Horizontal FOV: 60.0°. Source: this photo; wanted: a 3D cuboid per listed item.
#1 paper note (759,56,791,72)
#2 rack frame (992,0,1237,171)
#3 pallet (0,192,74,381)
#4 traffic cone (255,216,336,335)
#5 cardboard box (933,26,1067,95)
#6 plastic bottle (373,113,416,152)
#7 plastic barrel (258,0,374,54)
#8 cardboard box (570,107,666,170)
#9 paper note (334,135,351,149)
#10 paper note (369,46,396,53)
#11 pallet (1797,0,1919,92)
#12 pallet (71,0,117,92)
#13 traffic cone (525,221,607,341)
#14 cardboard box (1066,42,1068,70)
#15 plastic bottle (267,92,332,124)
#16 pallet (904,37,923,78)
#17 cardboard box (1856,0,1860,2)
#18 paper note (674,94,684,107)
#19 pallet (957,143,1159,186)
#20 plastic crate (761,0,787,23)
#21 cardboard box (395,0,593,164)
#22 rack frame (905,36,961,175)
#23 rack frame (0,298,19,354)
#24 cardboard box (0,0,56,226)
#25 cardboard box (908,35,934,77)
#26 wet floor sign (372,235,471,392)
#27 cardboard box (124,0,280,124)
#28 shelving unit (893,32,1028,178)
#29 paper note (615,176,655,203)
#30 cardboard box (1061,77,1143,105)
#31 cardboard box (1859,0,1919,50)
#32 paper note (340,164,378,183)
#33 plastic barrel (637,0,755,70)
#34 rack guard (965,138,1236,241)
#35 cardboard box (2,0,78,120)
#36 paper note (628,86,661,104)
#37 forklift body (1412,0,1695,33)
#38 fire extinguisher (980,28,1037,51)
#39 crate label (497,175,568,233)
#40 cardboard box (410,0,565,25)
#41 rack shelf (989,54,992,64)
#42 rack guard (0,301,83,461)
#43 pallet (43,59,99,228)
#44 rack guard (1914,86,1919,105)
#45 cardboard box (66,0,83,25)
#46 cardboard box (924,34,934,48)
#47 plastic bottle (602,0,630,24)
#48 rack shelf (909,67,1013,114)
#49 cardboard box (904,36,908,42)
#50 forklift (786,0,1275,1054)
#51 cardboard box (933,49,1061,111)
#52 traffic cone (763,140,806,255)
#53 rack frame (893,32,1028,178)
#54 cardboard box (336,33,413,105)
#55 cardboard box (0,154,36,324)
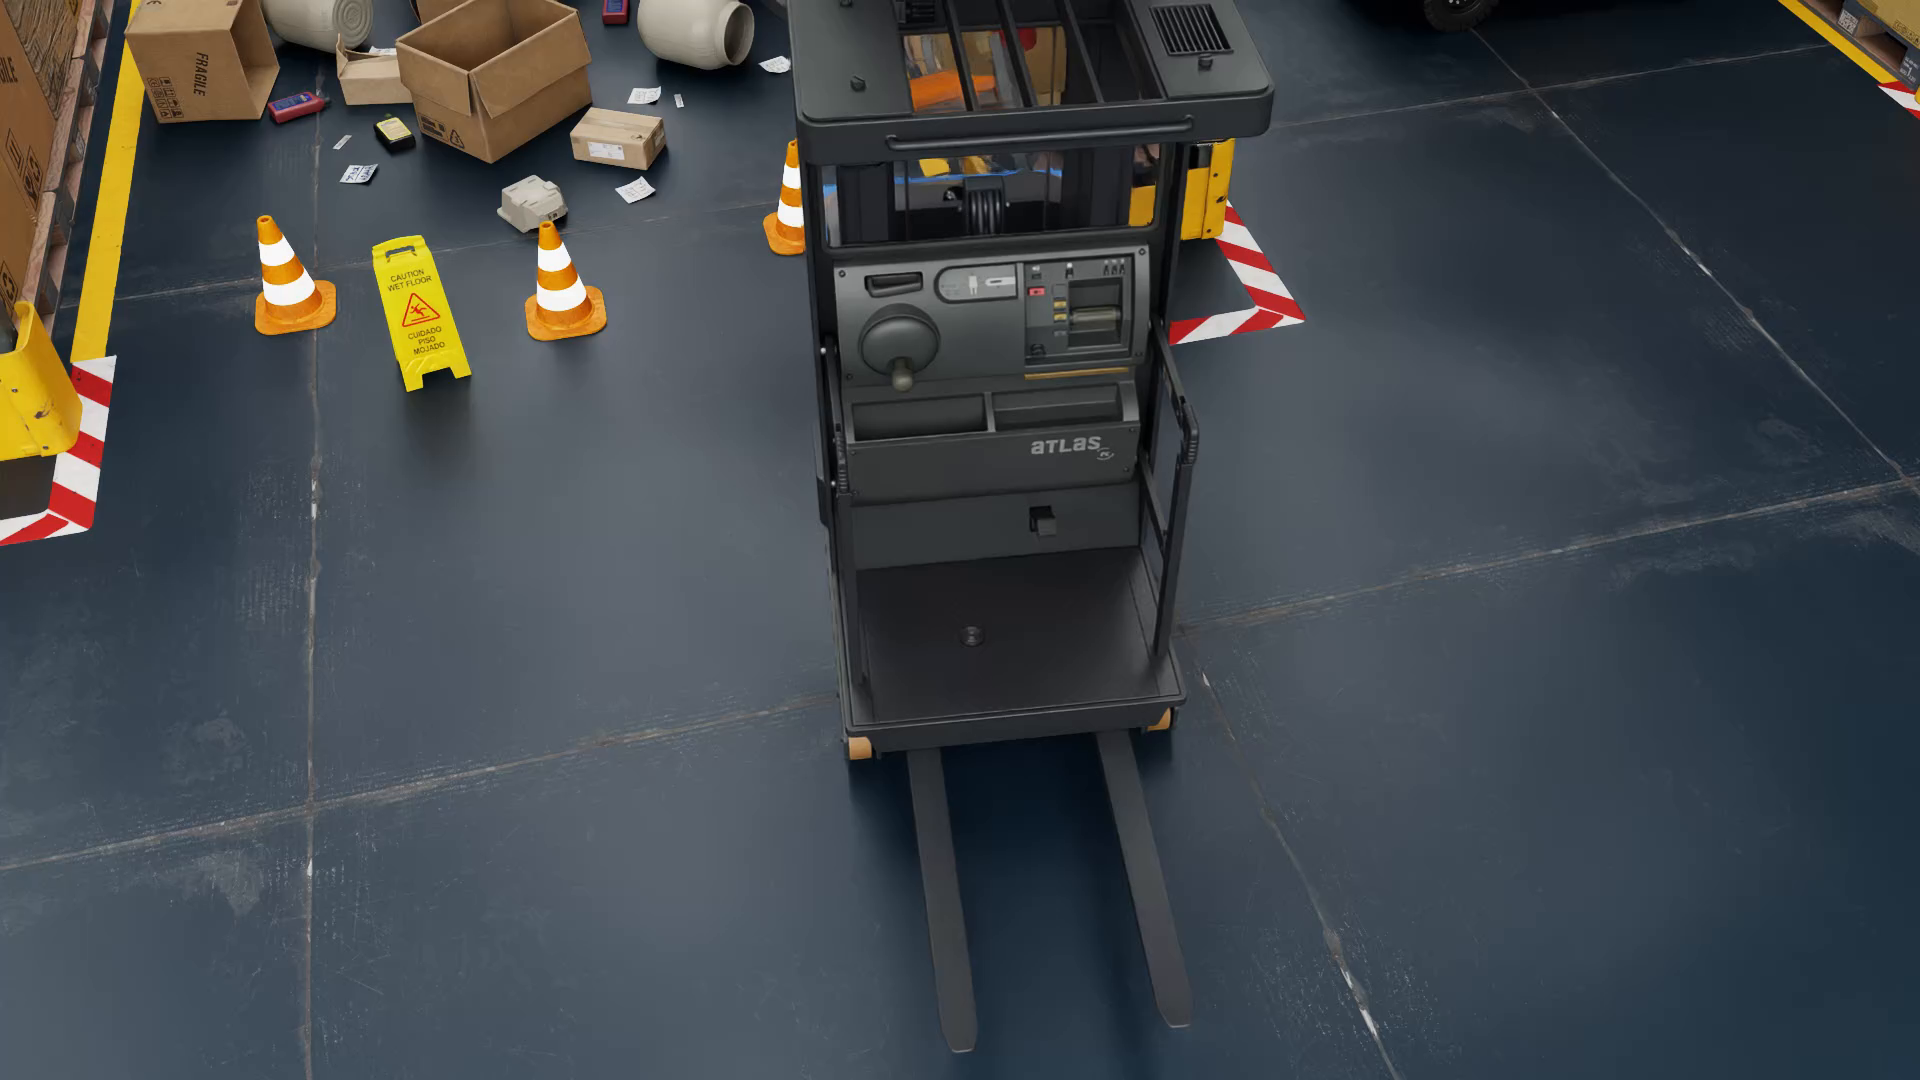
[{"bbox_3d":[-0.951,-2.478,8.658,0.142,0.019,0.148,-26,51,-24],"label":"paper note"},{"bbox_3d":[0.635,-2.406,6.508,1.000,3.000,0.127,-11,47,-10],"label":"rack frame"},{"bbox_3d":[-4.405,-0.993,7.075,1.003,0.211,1.213,-11,47,-10],"label":"pallet"},{"bbox_3d":[-2.887,-1.170,7.072,0.336,0.463,0.334,-11,47,-10],"label":"traffic cone"},{"bbox_3d":[0.178,-2.359,7.567,0.500,0.500,0.500,-10,46,-10],"label":"cardboard box"},{"bbox_3d":[-2.794,-2.009,8.176,0.133,0.061,0.283,-26,51,-24],"label":"plastic bottle"},{"bbox_3d":[-3.375,-2.788,8.686,0.512,0.421,0.421,19,48,17],"label":"plastic barrel"},{"bbox_3d":[-1.653,-1.943,8.050,0.380,0.149,0.250,11,47,11],"label":"cardboard box"},{"bbox_3d":[-3.030,-1.952,8.156,0.032,0.001,0.123,11,47,11],"label":"paper note"},{"bbox_3d":[-3.032,-2.548,8.731,0.172,0.023,0.155,4,46,4],"label":"paper note"},{"bbox_3d":[5.196,-2.861,8.906,1.003,0.211,1.213,-11,47,-10],"label":"pallet"},{"bbox_3d":[-5.029,-2.678,8.726,1.003,0.211,1.213,-11,47,-10],"label":"pallet"},{"bbox_3d":[-1.708,-1.141,7.045,0.336,0.463,0.334,-11,47,-10],"label":"traffic cone"},{"bbox_3d":[0.689,-2.477,7.683,0.500,0.500,0.500,-12,47,-12],"label":"cardboard box"},{"bbox_3d":[-3.312,-2.182,8.345,0.283,0.061,0.133,-26,51,-24],"label":"plastic bottle"},{"bbox_3d":[0.133,-2.891,8.935,1.003,0.211,1.213,-11,47,-10],"label":"pallet"},{"bbox_3d":[4.888,-3.113,8.831,0.500,0.250,0.500,-11,47,-10],"label":"cardboard box"},{"bbox_3d":[-1.424,-2.226,8.425,0.032,0.001,0.123,-11,47,-10],"label":"paper note"},{"bbox_3d":[0.442,-2.050,8.111,1.003,0.211,1.213,-11,47,-10],"label":"pallet"},{"bbox_3d":[-0.780,-2.912,9.048,0.402,0.080,0.583,-26,51,-24],"label":"plastic crate"},{"bbox_3d":[-2.262,-2.282,8.134,0.637,0.503,0.797,27,51,24],"label":"cardboard box"},{"bbox_3d":[-0.237,-1.516,7.090,0.500,1.125,0.032,-17,19,-10],"label":"rack frame"},{"bbox_3d":[-4.124,-1.431,5.552,1.000,3.000,0.127,-11,47,-10],"label":"rack frame"},{"bbox_3d":[-4.589,-1.898,7.203,0.875,0.875,0.875,-11,47,-11],"label":"cardboard box"},{"bbox_3d":[0.043,-2.459,8.190,0.500,0.250,0.500,-11,47,-10],"label":"cardboard box"},{"bbox_3d":[-2.203,-0.949,6.729,0.267,0.644,0.232,-18,48,-17],"label":"wet floor sign"},{"bbox_3d":[-3.759,-2.435,8.284,0.500,0.500,0.500,-3,46,-3],"label":"cardboard box"},{"bbox_3d":[-0.105,-1.381,6.618,0.538,1.125,1.048,-17,19,-10],"label":"shelving unit"},{"bbox_3d":[-1.531,-1.656,7.851,0.148,0.019,0.142,-26,51,-24],"label":"paper note"},{"bbox_3d":[0.696,-2.198,7.935,0.500,0.250,0.500,-11,47,-11],"label":"cardboard box"},{"bbox_3d":[5.007,-2.767,8.493,0.500,0.250,0.500,-10,46,-10],"label":"cardboard box"},{"bbox_3d":[-2.874,-1.756,7.950,0.144,0.017,0.142,4,46,4],"label":"paper note"},{"bbox_3d":[-1.357,-2.654,8.554,0.512,0.421,0.421,19,48,17],"label":"plastic barrel"},{"bbox_3d":[0.615,-1.584,7.452,1.175,0.500,0.348,-11,47,-10],"label":"rack guard"},{"bbox_3d":[-4.820,-2.528,7.820,0.875,0.875,0.875,-10,46,-10],"label":"cardboard box"},{"bbox_3d":[-1.604,-2.265,8.457,0.148,0.019,0.142,4,46,4],"label":"paper note"},{"bbox_3d":[3.183,-3.995,8.659,2.313,2.155,1.214,-11,47,-10],"label":"forklift body"},{"bbox_3d":[0.219,-2.216,6.375,0.296,0.674,0.183,-11,47,-10],"label":"fire extinguisher"},{"bbox_3d":[-1.969,-1.559,7.682,0.250,0.136,0.298,-35,55,-30],"label":"crate label"},{"bbox_3d":[-2.509,-2.974,8.717,0.797,0.637,0.503,-11,47,-10],"label":"cardboard box"},{"bbox_3d":[0.123,-3.535,8.118,1.077,0.370,4.000,-11,47,-10],"label":"rack shelf"},{"bbox_3d":[-4.118,-0.540,6.429,1.175,0.500,0.348,-11,47,-10],"label":"rack guard"},{"bbox_3d":[-4.713,-1.834,7.899,1.003,0.211,1.213,-11,47,-10],"label":"pallet"},{"bbox_3d":[5.438,-2.425,8.276,1.175,0.500,0.348,-11,47,-10],"label":"rack guard"},{"bbox_3d":[-5.055,-3.149,8.430,0.875,0.875,0.875,-10,46,-10],"label":"cardboard box"},{"bbox_3d":[0.041,-2.718,7.920,0.500,0.500,0.500,-9,46,-9],"label":"cardboard box"},{"bbox_3d":[-1.872,-2.905,9.054,0.133,0.061,0.283,-3,46,-3],"label":"plastic bottle"},{"bbox_3d":[-0.171,-1.650,6.523,0.538,0.278,1.000,-17,19,-10],"label":"rack shelf"},{"bbox_3d":[-0.096,-2.819,8.544,0.500,0.250,0.500,-12,47,-12],"label":"cardboard box"},{"bbox_3d":[0.127,-0.566,4.752,1.130,2.935,3.031,-5,46,-5],"label":"forklift"},{"bbox_3d":[0.162,-2.116,7.855,0.500,0.250,0.500,-11,47,-11],"label":"cardboard box"},{"bbox_3d":[-0.722,-1.579,7.474,0.336,0.463,0.334,-11,47,-10],"label":"traffic cone"},{"bbox_3d":[0.028,-1.246,6.146,0.500,1.125,0.032,-17,19,-10],"label":"rack frame"},{"bbox_3d":[-2.928,-2.386,8.402,0.396,0.266,0.258,-3,46,-3],"label":"cardboard box"},{"bbox_3d":[-4.362,-1.291,6.608,0.875,0.875,0.875,-10,47,-10],"label":"cardboard box"}]
